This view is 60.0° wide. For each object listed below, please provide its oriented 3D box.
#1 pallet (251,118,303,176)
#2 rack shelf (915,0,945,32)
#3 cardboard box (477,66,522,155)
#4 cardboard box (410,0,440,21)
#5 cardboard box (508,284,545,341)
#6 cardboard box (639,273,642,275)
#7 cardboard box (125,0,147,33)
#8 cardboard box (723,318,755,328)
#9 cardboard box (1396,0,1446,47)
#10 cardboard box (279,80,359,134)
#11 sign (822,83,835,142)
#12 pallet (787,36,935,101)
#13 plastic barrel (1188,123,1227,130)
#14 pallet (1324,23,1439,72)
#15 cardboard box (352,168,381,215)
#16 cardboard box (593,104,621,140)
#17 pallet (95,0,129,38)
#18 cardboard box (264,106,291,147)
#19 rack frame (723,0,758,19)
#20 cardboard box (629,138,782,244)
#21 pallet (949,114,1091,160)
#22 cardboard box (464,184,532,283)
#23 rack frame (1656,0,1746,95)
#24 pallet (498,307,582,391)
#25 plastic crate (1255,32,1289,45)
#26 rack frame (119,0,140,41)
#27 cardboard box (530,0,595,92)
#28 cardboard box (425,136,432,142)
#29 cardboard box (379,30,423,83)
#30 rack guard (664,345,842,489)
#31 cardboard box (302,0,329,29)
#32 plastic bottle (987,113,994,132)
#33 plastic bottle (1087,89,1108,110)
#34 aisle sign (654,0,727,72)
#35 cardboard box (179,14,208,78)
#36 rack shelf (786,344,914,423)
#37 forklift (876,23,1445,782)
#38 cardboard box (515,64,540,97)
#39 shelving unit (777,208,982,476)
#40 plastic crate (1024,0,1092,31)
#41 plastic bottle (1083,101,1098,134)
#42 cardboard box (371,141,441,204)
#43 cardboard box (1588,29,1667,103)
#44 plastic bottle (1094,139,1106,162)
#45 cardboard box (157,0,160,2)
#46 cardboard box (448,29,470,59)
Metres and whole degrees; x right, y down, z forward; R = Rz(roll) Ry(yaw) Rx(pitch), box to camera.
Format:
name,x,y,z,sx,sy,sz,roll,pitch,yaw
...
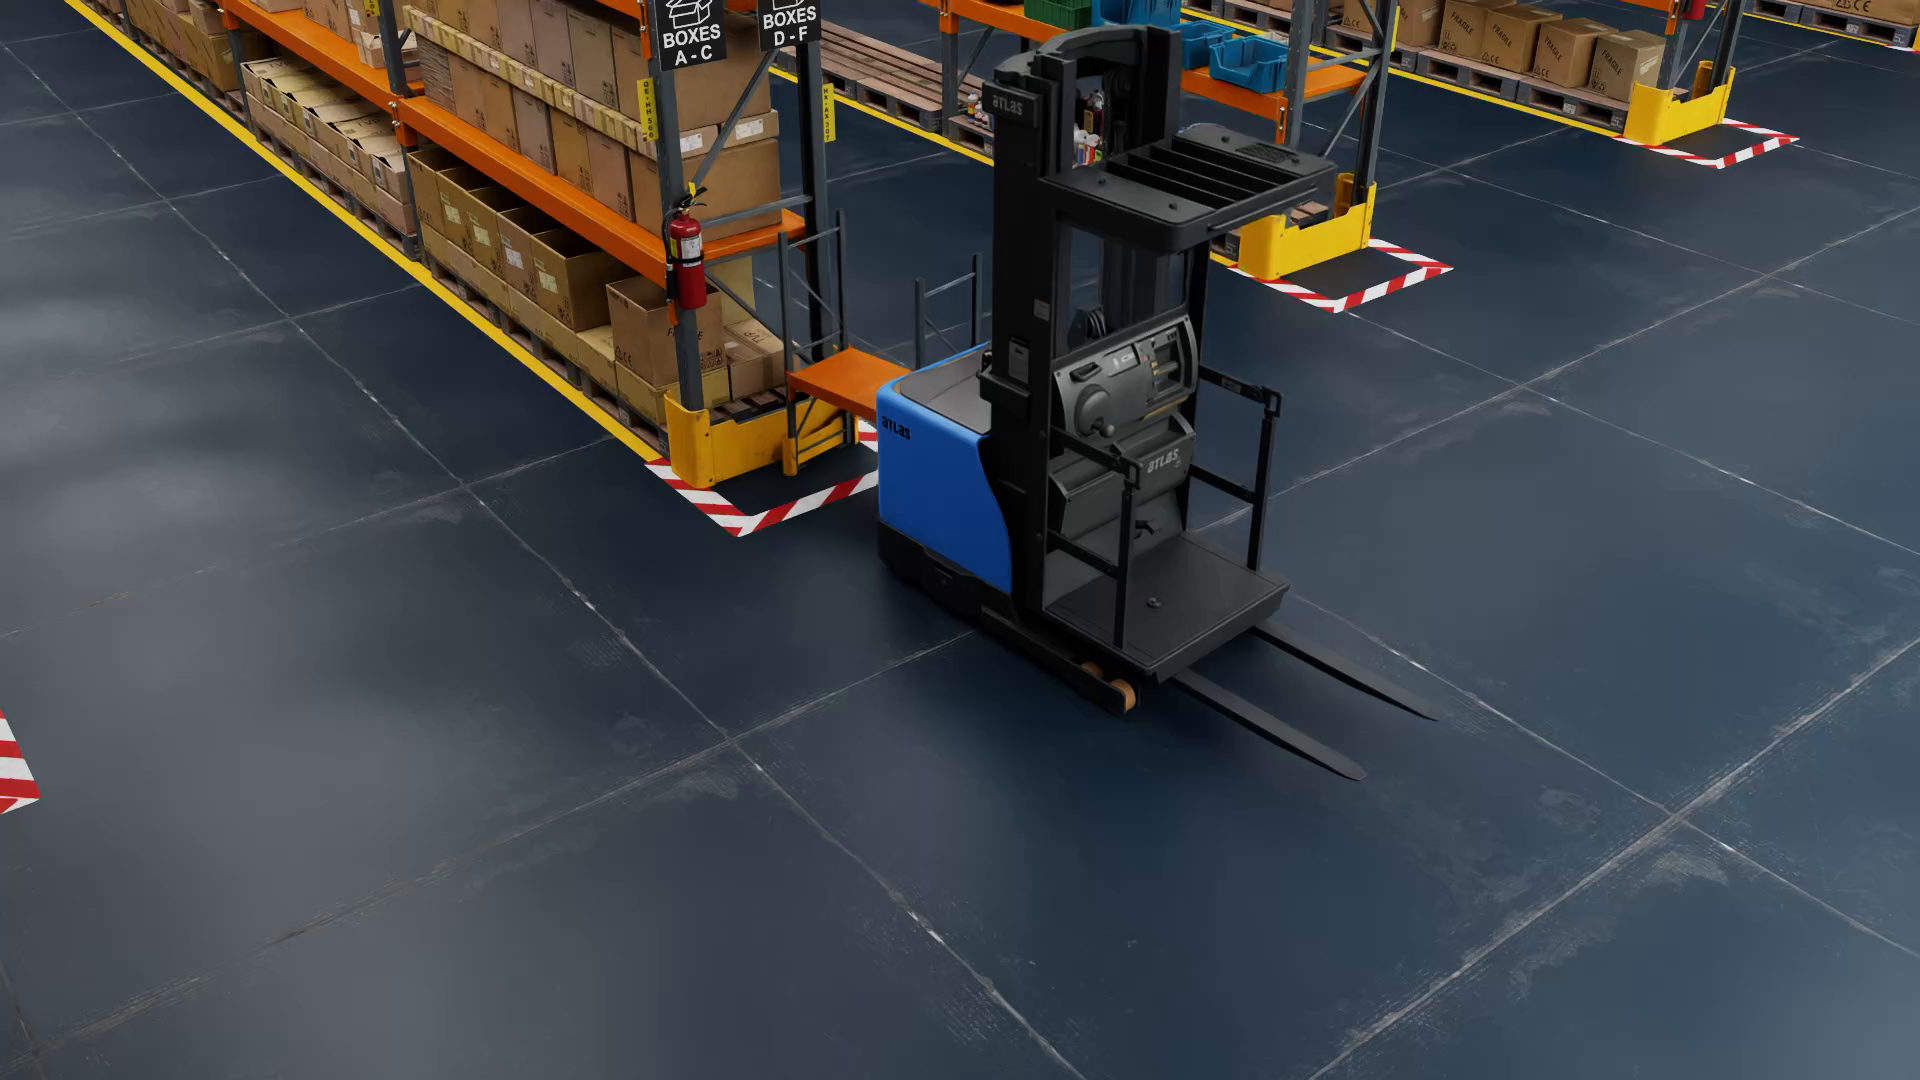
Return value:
name,x,y,z,sx,sy,sz,roll,pitch,yaw
pallet,-5.627,-3.625,14.886,1.003,0.211,1.213,-22,38,-31
rack shelf,-0.959,-5.627,16.148,1.077,0.370,4.000,-22,38,-31
cardboard box,-2.738,-2.929,11.029,0.700,0.500,0.500,-22,38,-31
cardboard box,-3.371,-3.909,11.376,0.700,0.500,0.500,-22,38,-31
cardboard box,-2.686,-1.590,11.176,0.500,0.250,0.500,-22,38,-31
cardboard box,-1.973,-1.867,10.911,0.500,0.500,0.500,-22,38,-31
cardboard box,-8.449,-5.677,17.499,0.500,0.500,0.500,-24,39,-33
cardboard box,-1.657,-1.344,10.779,0.500,0.250,0.500,-22,38,-31
cardboard box,4.751,-5.402,17.076,0.500,0.500,0.500,-11,33,-16
cardboard box,-5.372,-3.671,13.994,0.500,0.311,0.500,-23,39,-33
sign,-0.753,-2.409,9.391,0.100,0.325,0.005,-22,38,-31
pallet,-0.997,-4.738,16.678,1.003,0.211,1.213,-22,38,-31
plastic barrel,1.949,-3.012,13.216,0.421,0.512,0.421,0,32,0
pallet,4.620,-5.248,17.500,1.003,0.211,1.213,-22,38,-31
cardboard box,-4.440,-2.799,13.121,0.500,0.250,0.500,-23,39,-32
cardboard box,-1.898,-2.462,9.661,0.380,0.149,0.250,-23,38,-32
pallet,-8.974,-5.934,18.604,1.003,0.211,1.213,-22,38,-31
cardboard box,-5.702,-3.653,14.496,0.500,0.250,0.500,-23,39,-33
rack frame,-2.186,-6.766,17.301,1.000,3.000,0.127,-22,38,-31
cardboard box,-1.471,-2.072,9.648,0.700,0.500,0.500,-22,38,-31
pallet,0.646,-3.621,14.880,1.003,0.211,1.213,-22,38,-31
cardboard box,-2.997,-2.115,11.310,0.500,0.500,0.500,-22,38,-31
rack frame,6.633,-5.034,14.513,1.000,3.000,0.127,-22,38,-31
pallet,-2.441,-1.460,11.400,1.003,0.211,1.213,-22,38,-31
plastic crate,2.426,-3.797,12.770,0.298,0.136,0.250,-22,38,-31
rack frame,-8.553,-6.832,17.407,1.000,3.000,0.127,-22,38,-31
cardboard box,-2.140,-3.072,10.029,0.700,0.500,0.500,-22,38,-31
cardboard box,-4.007,-3.210,13.251,0.500,0.311,0.500,-23,38,-32
cardboard box,-3.984,-3.625,12.386,0.500,0.250,0.500,-20,37,-28
rack guard,-1.180,-0.759,9.998,1.175,0.500,0.348,-22,38,-31
cardboard box,-5.059,-4.513,13.579,0.500,0.500,0.500,-25,39,-34
plastic bottle,0.336,-3.728,14.574,0.152,0.276,0.135,-21,37,-30
plastic bottle,1.206,-3.771,14.572,0.144,0.351,0.185,-23,38,-32
aisle sign,-1.387,-2.813,8.472,0.394,0.787,0.004,-22,38,-31
cardboard box,-7.177,-4.820,16.119,0.500,0.500,0.500,-24,39,-33
rack shelf,-0.449,-0.813,9.473,1.000,0.185,0.538,24,39,34
forklift,0.927,-0.722,7.634,1.130,2.935,3.031,-26,40,-35
cardboard box,-2.533,-2.892,10.354,0.380,0.149,0.250,-23,38,-32
shelving unit,-0.455,-0.969,9.384,1.083,1.500,0.587,24,39,34
plastic crate,0.877,-4.352,13.615,0.450,0.188,0.662,-22,38,-31
plastic bottle,1.140,-3.698,14.519,0.061,0.283,0.133,-22,38,-31
cardboard box,-4.123,-2.822,12.628,0.500,0.311,0.500,-22,38,-31
cardboard box,6.263,-4.416,15.489,0.500,0.500,0.500,-15,35,-23
plastic bottle,1.162,-3.131,13.606,0.061,0.283,0.133,-21,38,-30
cardboard box,-7.836,-5.578,16.630,0.500,0.250,0.500,-22,38,-31
cardboard box,-3.160,-3.321,11.044,0.380,0.149,0.250,-23,38,-32
